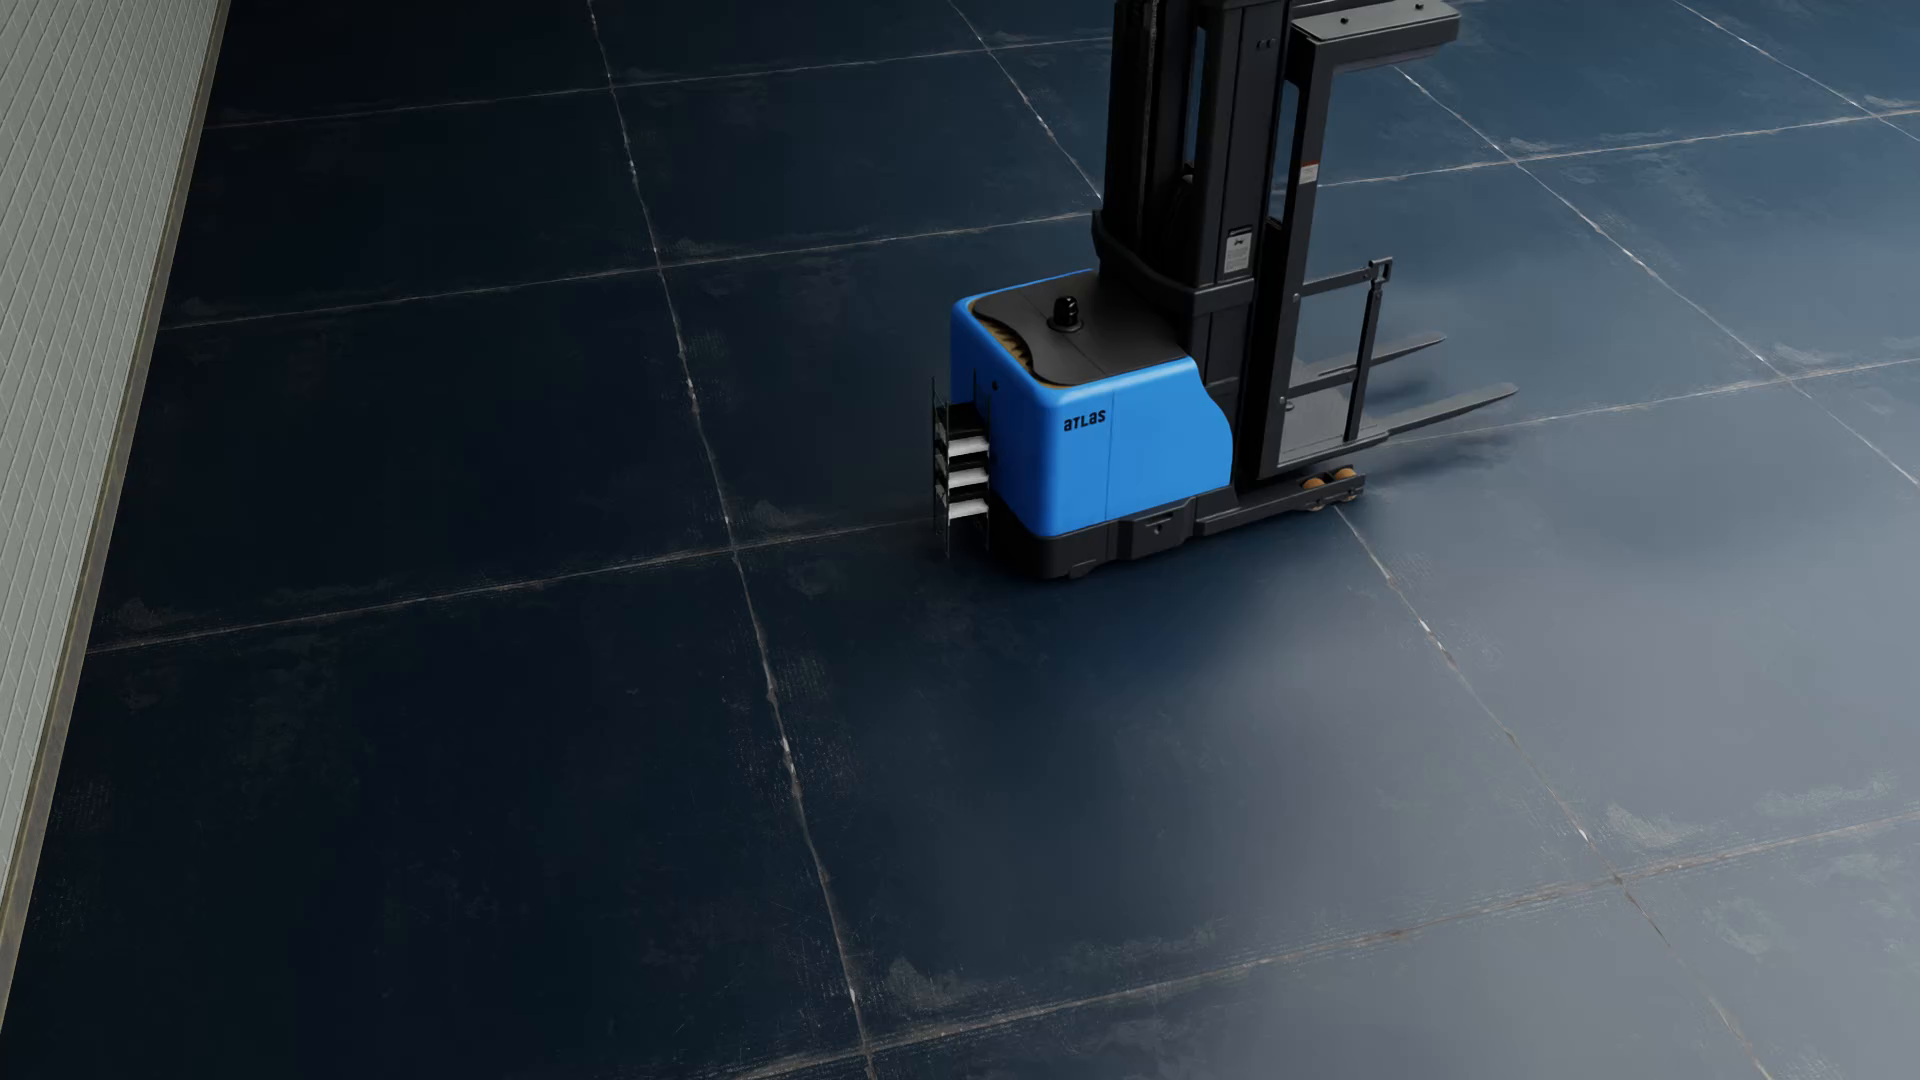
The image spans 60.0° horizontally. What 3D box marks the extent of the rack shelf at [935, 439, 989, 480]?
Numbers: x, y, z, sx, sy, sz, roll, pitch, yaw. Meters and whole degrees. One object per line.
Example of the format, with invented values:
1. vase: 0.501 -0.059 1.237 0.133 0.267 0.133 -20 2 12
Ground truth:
1. rack shelf: 0.004 -0.402 7.921 0.200 0.077 0.258 -11 39 -14

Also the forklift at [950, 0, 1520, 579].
1. forklift: 1.496 -1.583 7.887 3.031 2.935 1.130 -16 40 -20

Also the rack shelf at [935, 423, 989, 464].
1. rack shelf: 0.004 -0.474 7.866 0.200 0.077 0.258 -11 39 -14

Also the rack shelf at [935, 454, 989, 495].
1. rack shelf: 0.004 -0.331 7.975 0.200 0.077 0.258 -11 39 -14

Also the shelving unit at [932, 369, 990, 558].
1. shelving unit: 0.004 -0.357 7.955 0.210 0.900 0.258 -11 39 -14

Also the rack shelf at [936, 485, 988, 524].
1. rack shelf: 0.004 -0.188 8.085 0.200 0.077 0.258 -11 39 -14

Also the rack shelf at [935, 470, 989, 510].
1. rack shelf: 0.004 -0.259 8.030 0.200 0.077 0.258 -11 39 -14

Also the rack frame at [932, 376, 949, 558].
1. rack frame: -0.093 -0.339 7.931 0.006 0.900 0.240 -11 39 -14

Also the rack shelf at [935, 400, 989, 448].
1. rack shelf: 0.004 -0.545 7.812 0.200 0.077 0.258 -11 39 -14

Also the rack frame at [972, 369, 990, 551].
1. rack frame: 0.101 -0.376 7.979 0.006 0.900 0.240 -11 39 -14
